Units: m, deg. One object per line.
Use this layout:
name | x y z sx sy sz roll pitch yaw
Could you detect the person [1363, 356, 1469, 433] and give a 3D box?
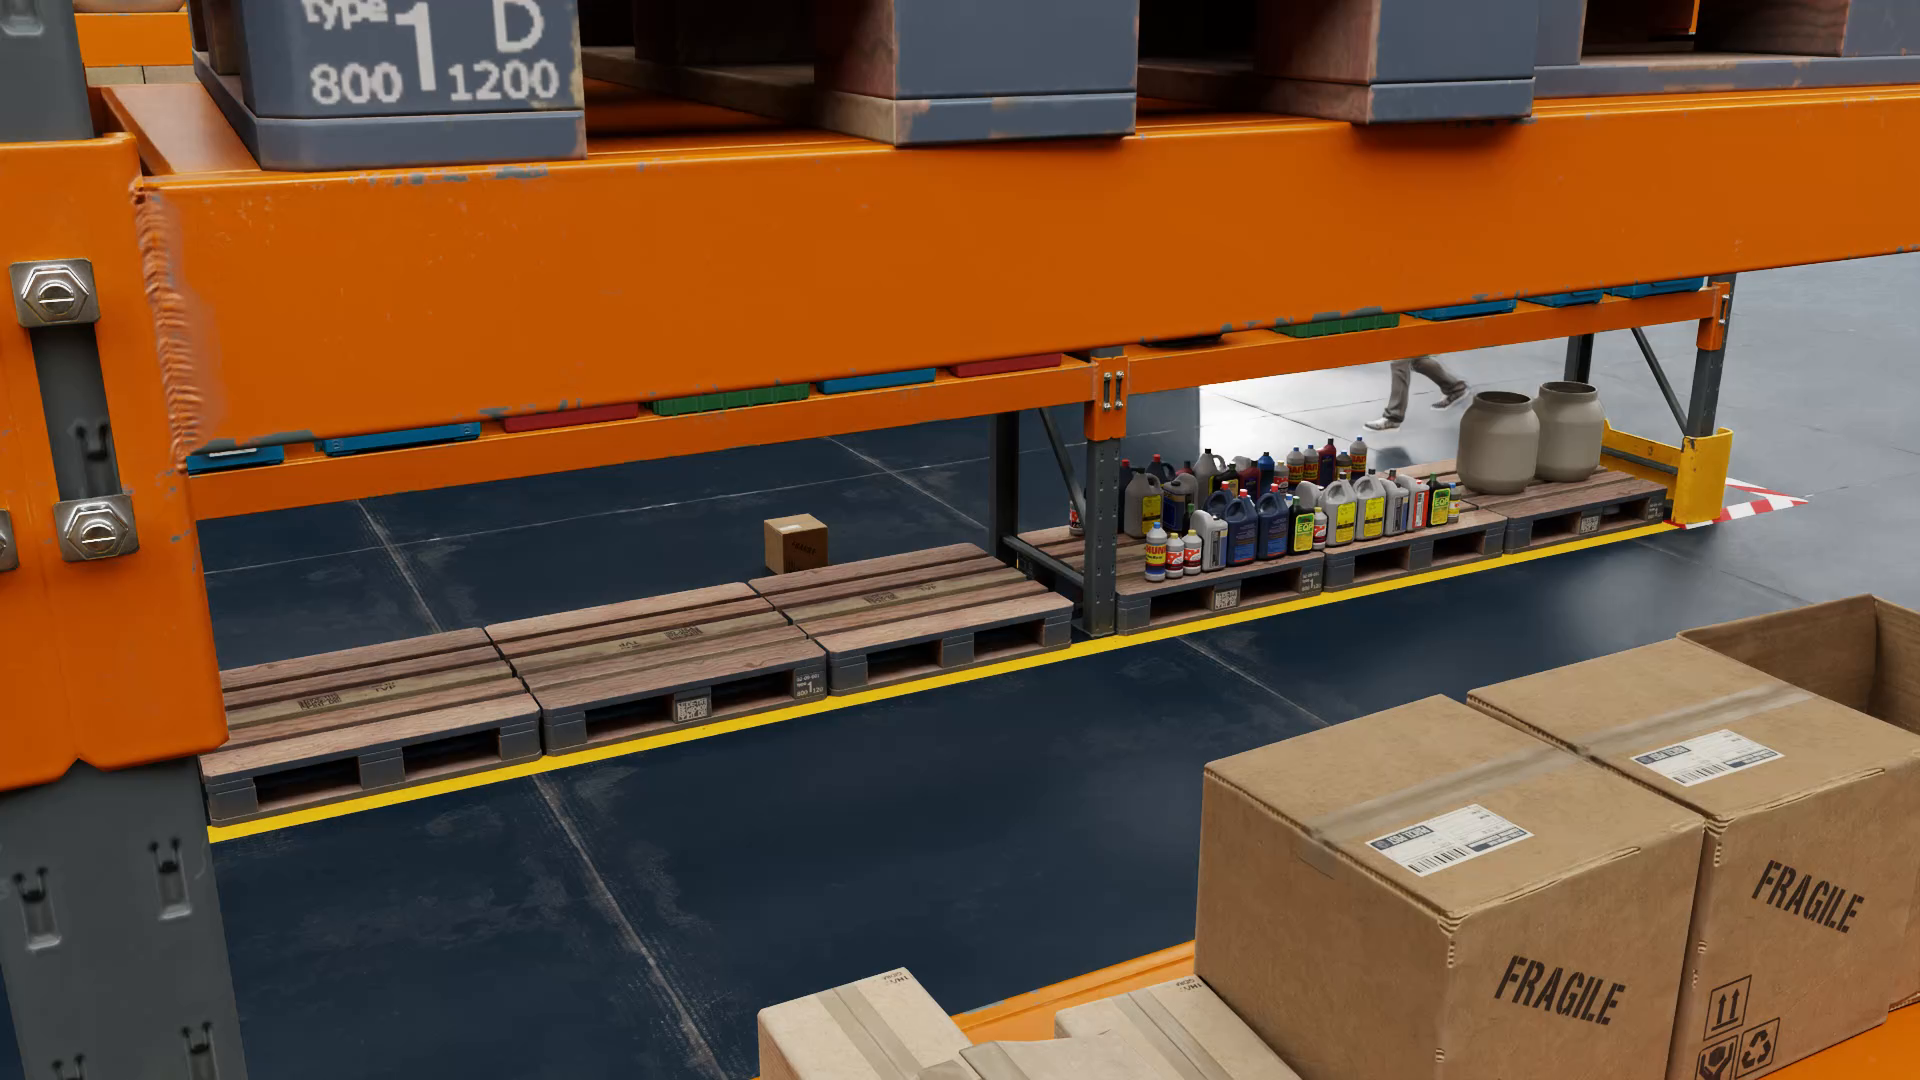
person | 3.077 -1.493 10.946 0.832 1.559 0.418 -5 20 -16
